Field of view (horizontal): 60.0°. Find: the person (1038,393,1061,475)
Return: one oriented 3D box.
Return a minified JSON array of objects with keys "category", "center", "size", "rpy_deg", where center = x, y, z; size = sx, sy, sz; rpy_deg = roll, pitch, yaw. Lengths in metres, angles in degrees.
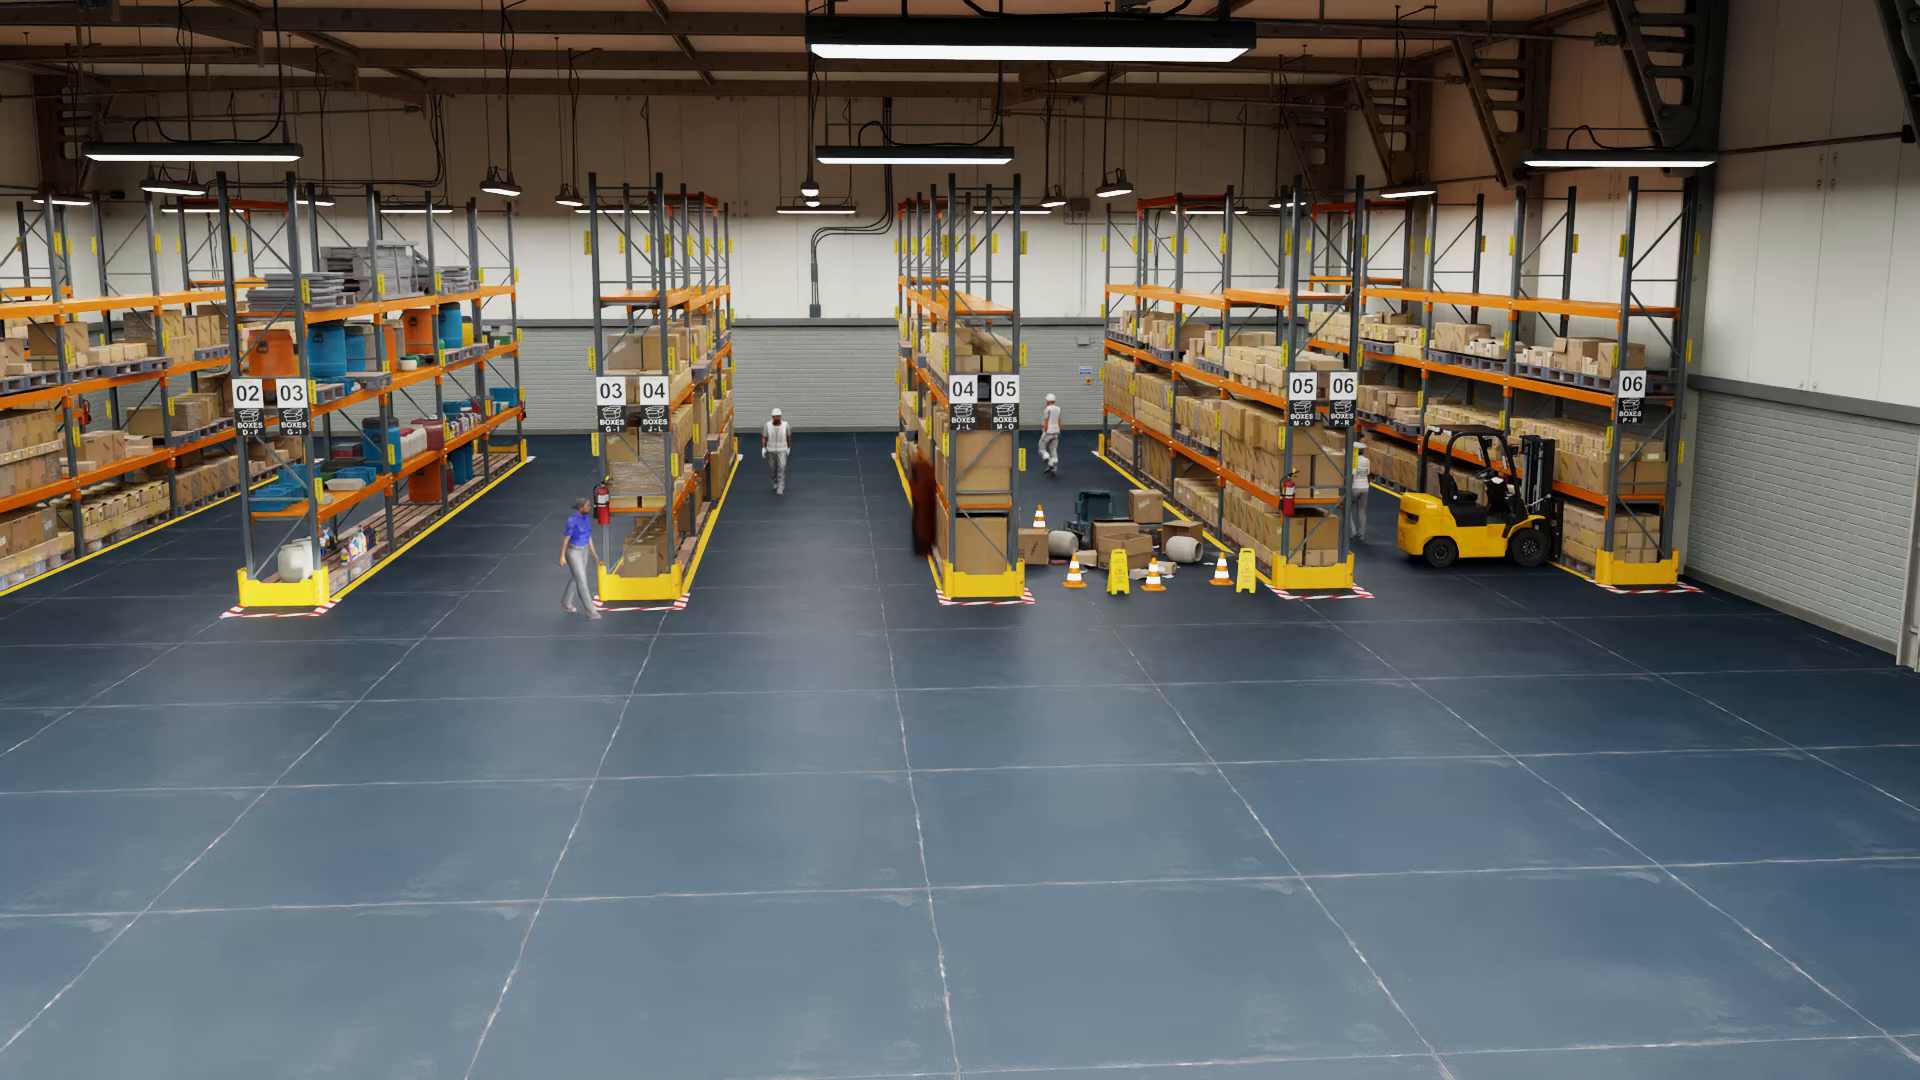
[{"category":"person","center":[2.033,-2.344,36.830],"size":[0.603,1.791,0.472],"rpy_deg":[-9,14,-43]}]

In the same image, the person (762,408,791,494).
[{"category":"person","center":[-3.760,-1.833,33.991],"size":[0.573,1.720,1.069],"rpy_deg":[0,10,-1]}]

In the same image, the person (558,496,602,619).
[{"category":"person","center":[-5.179,0.211,22.720],"size":[0.862,1.622,0.515],"rpy_deg":[5,11,25]}]

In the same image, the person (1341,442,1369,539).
[{"category":"person","center":[6.844,-0.836,28.661],"size":[0.487,1.700,0.387],"rpy_deg":[-5,11,-26]}]
